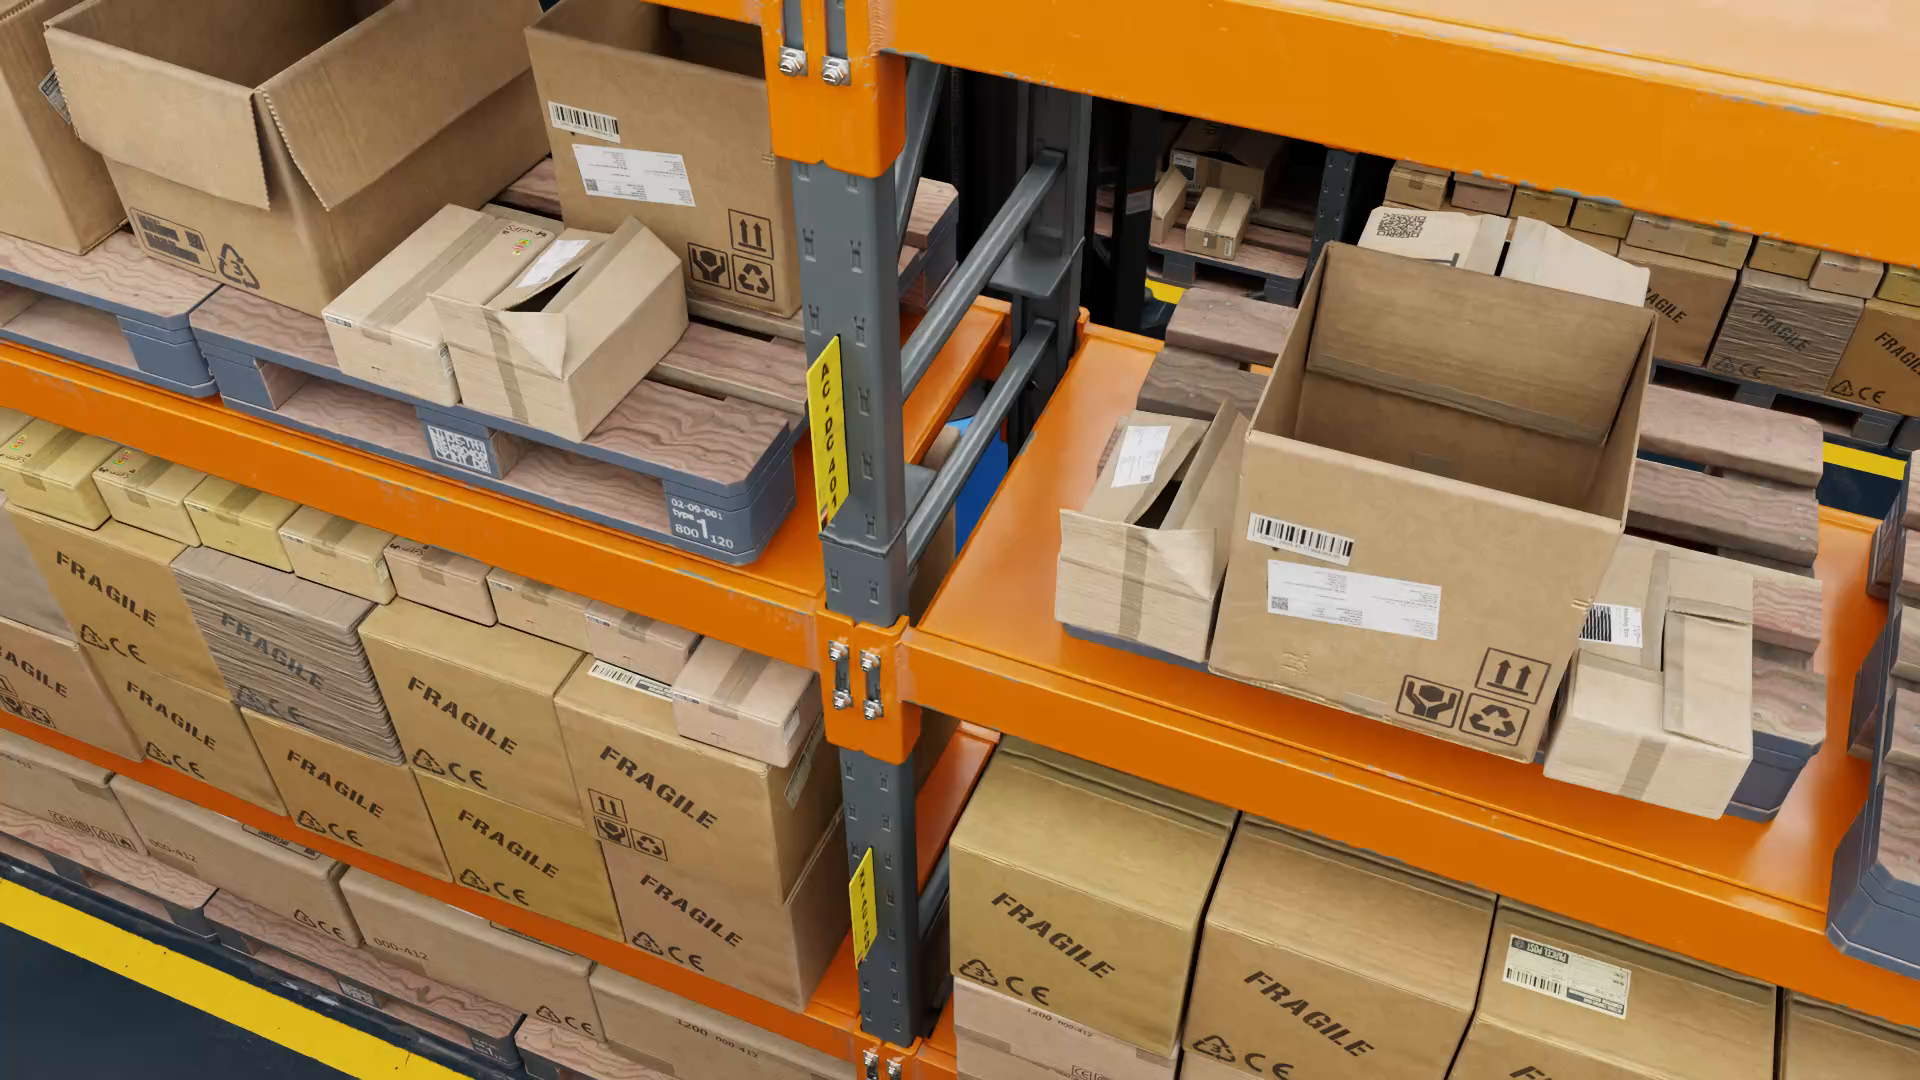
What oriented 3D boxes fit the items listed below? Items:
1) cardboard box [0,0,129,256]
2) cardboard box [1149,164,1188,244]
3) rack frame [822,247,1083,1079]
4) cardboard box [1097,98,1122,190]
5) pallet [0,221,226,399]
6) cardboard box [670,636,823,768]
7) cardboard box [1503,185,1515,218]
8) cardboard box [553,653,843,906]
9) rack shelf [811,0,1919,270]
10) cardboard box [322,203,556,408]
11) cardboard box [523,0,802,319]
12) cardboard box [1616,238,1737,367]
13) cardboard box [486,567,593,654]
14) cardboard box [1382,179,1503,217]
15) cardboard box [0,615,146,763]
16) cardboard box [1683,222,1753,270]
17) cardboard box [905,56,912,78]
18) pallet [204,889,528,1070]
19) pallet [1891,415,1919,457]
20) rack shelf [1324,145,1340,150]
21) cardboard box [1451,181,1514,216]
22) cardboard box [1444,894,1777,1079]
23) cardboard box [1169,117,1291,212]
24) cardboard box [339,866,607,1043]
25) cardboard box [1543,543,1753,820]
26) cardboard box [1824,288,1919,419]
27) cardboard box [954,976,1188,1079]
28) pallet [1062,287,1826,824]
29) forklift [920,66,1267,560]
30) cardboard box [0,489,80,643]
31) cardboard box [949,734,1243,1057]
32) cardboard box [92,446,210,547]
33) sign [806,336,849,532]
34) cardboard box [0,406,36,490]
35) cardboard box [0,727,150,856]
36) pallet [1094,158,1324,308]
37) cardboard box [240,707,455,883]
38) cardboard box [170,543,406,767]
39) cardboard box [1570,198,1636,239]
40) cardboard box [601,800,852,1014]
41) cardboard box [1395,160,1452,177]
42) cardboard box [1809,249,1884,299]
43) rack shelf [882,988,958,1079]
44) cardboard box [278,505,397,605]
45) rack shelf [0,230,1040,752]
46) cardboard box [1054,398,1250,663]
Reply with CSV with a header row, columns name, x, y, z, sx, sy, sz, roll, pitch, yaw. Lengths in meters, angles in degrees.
name,x,y,z,sx,sy,sz,roll,pitch,yaw
cardboard box,-1.880,-0.970,3.371,0.500,0.500,0.500,17,47,17
cardboard box,0.960,-1.715,8.327,0.258,0.266,0.396,18,48,17
rack frame,0.009,0.754,4.205,0.127,3.000,1.000,16,47,16
cardboard box,0.485,-2.060,8.507,0.500,0.500,0.700,15,47,14
pallet,-1.864,-0.839,3.742,1.213,0.211,1.003,16,47,16
cardboard box,-0.398,0.258,3.464,0.250,0.149,0.380,15,47,15
cardboard box,2.938,-1.660,8.105,0.500,0.500,0.500,15,47,14
cardboard box,-0.533,0.416,3.765,0.500,0.500,0.500,16,47,16
rack shelf,1.855,-0.433,1.938,4.000,0.370,1.077,16,47,16
cardboard box,-0.948,-0.442,3.089,0.250,0.149,0.380,17,47,17
cardboard box,-0.453,-0.826,3.226,0.500,0.500,0.500,17,47,17
cardboard box,3.231,-1.187,7.629,0.500,0.500,0.500,15,47,15
cardboard box,-0.826,0.041,3.681,0.250,0.149,0.380,16,47,16
cardboard box,2.276,-1.463,7.907,0.500,0.500,0.500,18,48,18
cardboard box,-2.410,0.218,4.672,0.500,0.500,0.500,16,47,16
cardboard box,3.374,-1.387,7.371,0.250,0.149,0.380,18,48,17
cardboard box,-0.473,-2.342,8.791,0.500,0.500,0.700,18,48,17
pallet,-1.793,1.155,5.779,1.213,0.211,1.003,16,47,16
pallet,4.934,-0.631,7.574,1.213,0.211,1.003,16,47,16
rack shelf,0.071,-2.766,8.253,4.000,0.370,1.077,16,47,16
cardboard box,2.431,-1.676,7.661,0.250,0.149,0.380,15,47,15
cardboard box,1.247,0.928,3.249,0.500,0.500,0.500,15,47,15
cardboard box,1.398,-2.007,8.588,0.500,0.311,0.500,18,48,17
cardboard box,-1.356,1.030,5.446,0.875,0.438,0.875,15,47,15
cardboard box,1.042,0.196,2.507,0.250,0.166,0.380,13,46,13
cardboard box,4.193,-0.913,7.354,0.500,0.500,0.500,18,48,18
cardboard box,0.307,0.933,3.777,0.500,0.250,0.500,15,47,15
pallet,0.874,-0.025,2.996,1.217,0.209,0.805,15,47,14
forklift,0.635,-1.226,6.243,3.031,2.935,1.130,-15,47,-15
cardboard box,-2.392,-0.136,4.319,0.500,0.500,0.500,16,47,16
cardboard box,0.304,0.671,3.509,0.500,0.500,0.500,17,47,16
cardboard box,-1.786,-0.188,3.911,0.250,0.149,0.380,16,47,16
sign,-0.203,-0.159,2.573,0.005,0.325,0.100,16,47,16
cardboard box,-2.270,-0.314,4.038,0.250,0.149,0.380,17,47,16
cardboard box,-3.035,0.541,5.937,0.875,0.438,0.875,15,47,15
pallet,1.283,-1.677,8.625,1.213,0.211,1.003,16,47,16
cardboard box,-1.464,0.496,4.393,0.500,0.500,0.500,16,47,15
cardboard box,-1.471,0.140,4.041,0.500,0.500,0.500,17,47,16
cardboard box,2.930,-1.548,7.532,0.250,0.149,0.380,16,47,15
cardboard box,-0.517,0.759,4.129,0.500,0.500,0.500,17,47,16
cardboard box,2.169,-1.845,7.621,0.250,0.149,0.380,16,47,15
cardboard box,3.842,-1.232,7.216,0.250,0.149,0.380,14,47,14
rack shelf,1.855,1.552,3.913,4.000,0.370,1.077,16,47,16
cardboard box,-1.311,-0.060,3.783,0.250,0.149,0.380,16,47,16
rack shelf,-1.837,-0.598,3.946,4.000,0.370,1.077,16,47,16
cardboard box,0.336,-0.047,2.680,0.258,0.266,0.396,16,47,15
